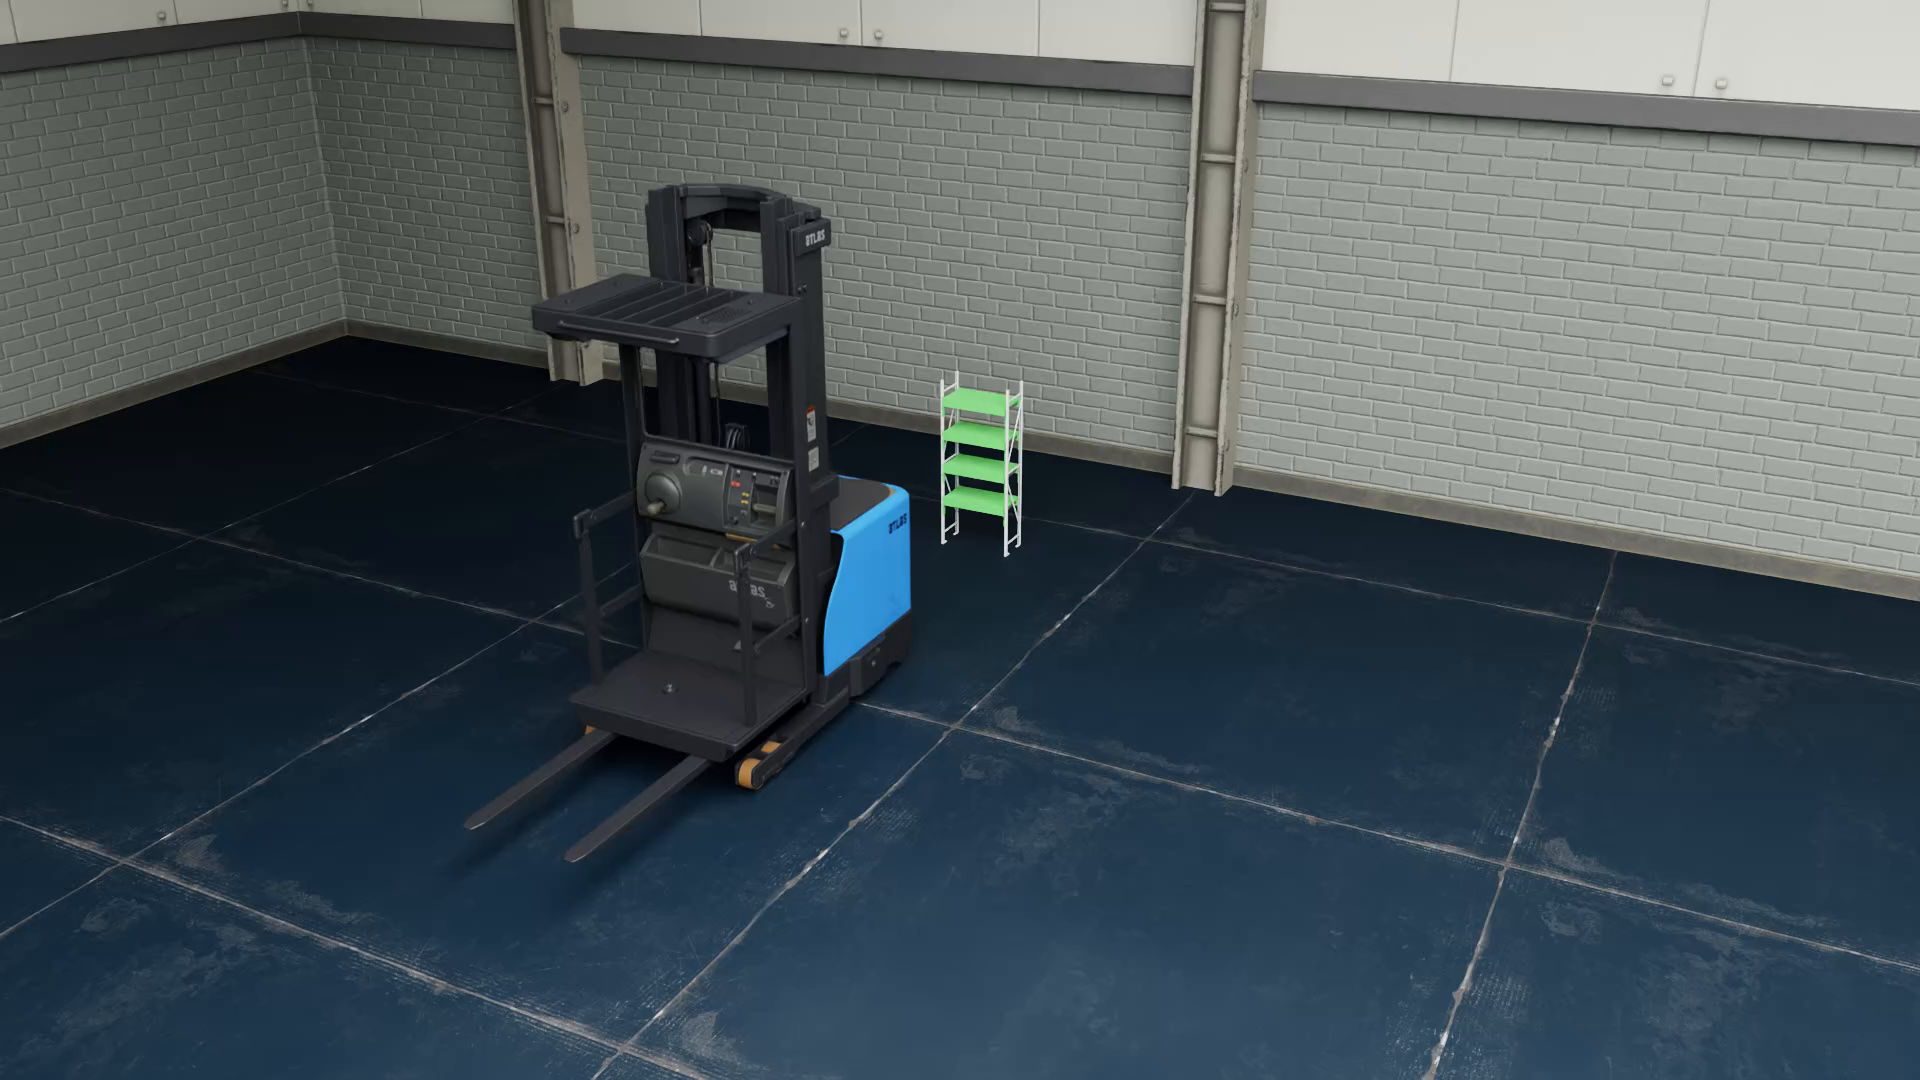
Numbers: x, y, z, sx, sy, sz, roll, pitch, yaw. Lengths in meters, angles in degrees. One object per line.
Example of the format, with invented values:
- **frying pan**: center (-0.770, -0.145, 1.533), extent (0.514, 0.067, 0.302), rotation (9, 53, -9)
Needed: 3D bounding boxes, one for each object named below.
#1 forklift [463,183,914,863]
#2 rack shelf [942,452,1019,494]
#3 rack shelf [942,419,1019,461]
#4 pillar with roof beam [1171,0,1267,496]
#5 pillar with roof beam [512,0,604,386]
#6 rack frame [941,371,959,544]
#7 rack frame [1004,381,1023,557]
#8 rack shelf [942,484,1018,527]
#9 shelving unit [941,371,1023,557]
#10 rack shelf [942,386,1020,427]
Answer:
- **forklift**: center (-1.398, -0.242, 8.573), extent (1.130, 2.935, 3.031), rotation (11, 26, 25)
- **rack shelf**: center (0.148, -0.464, 11.471), extent (0.480, 0.148, 0.258), rotation (11, 25, 25)
- **rack shelf**: center (0.148, -0.685, 11.378), extent (0.480, 0.148, 0.258), rotation (11, 25, 25)
- **pillar with roof beam**: center (-0.087, -3.053, 7.431), extent (0.400, 9.000, 9.100), rotation (11, 25, 25)
- **pillar with roof beam**: center (-5.441, -4.113, 9.923), extent (0.400, 9.000, 9.100), rotation (11, 25, 25)
- **rack frame**: center (-0.070, -0.566, 11.548), extent (0.015, 1.200, 0.240), rotation (11, 25, 25)
- **rack frame**: center (0.365, -0.480, 11.345), extent (0.015, 1.200, 0.240), rotation (11, 25, 25)
- **rack shelf**: center (0.148, -0.243, 11.565), extent (0.480, 0.148, 0.258), rotation (11, 25, 25)
- **shelving unit**: center (0.148, -0.523, 11.446), extent (0.503, 1.200, 0.258), rotation (11, 25, 25)
- **rack shelf**: center (0.148, -0.906, 11.284), extent (0.480, 0.148, 0.258), rotation (11, 25, 25)
